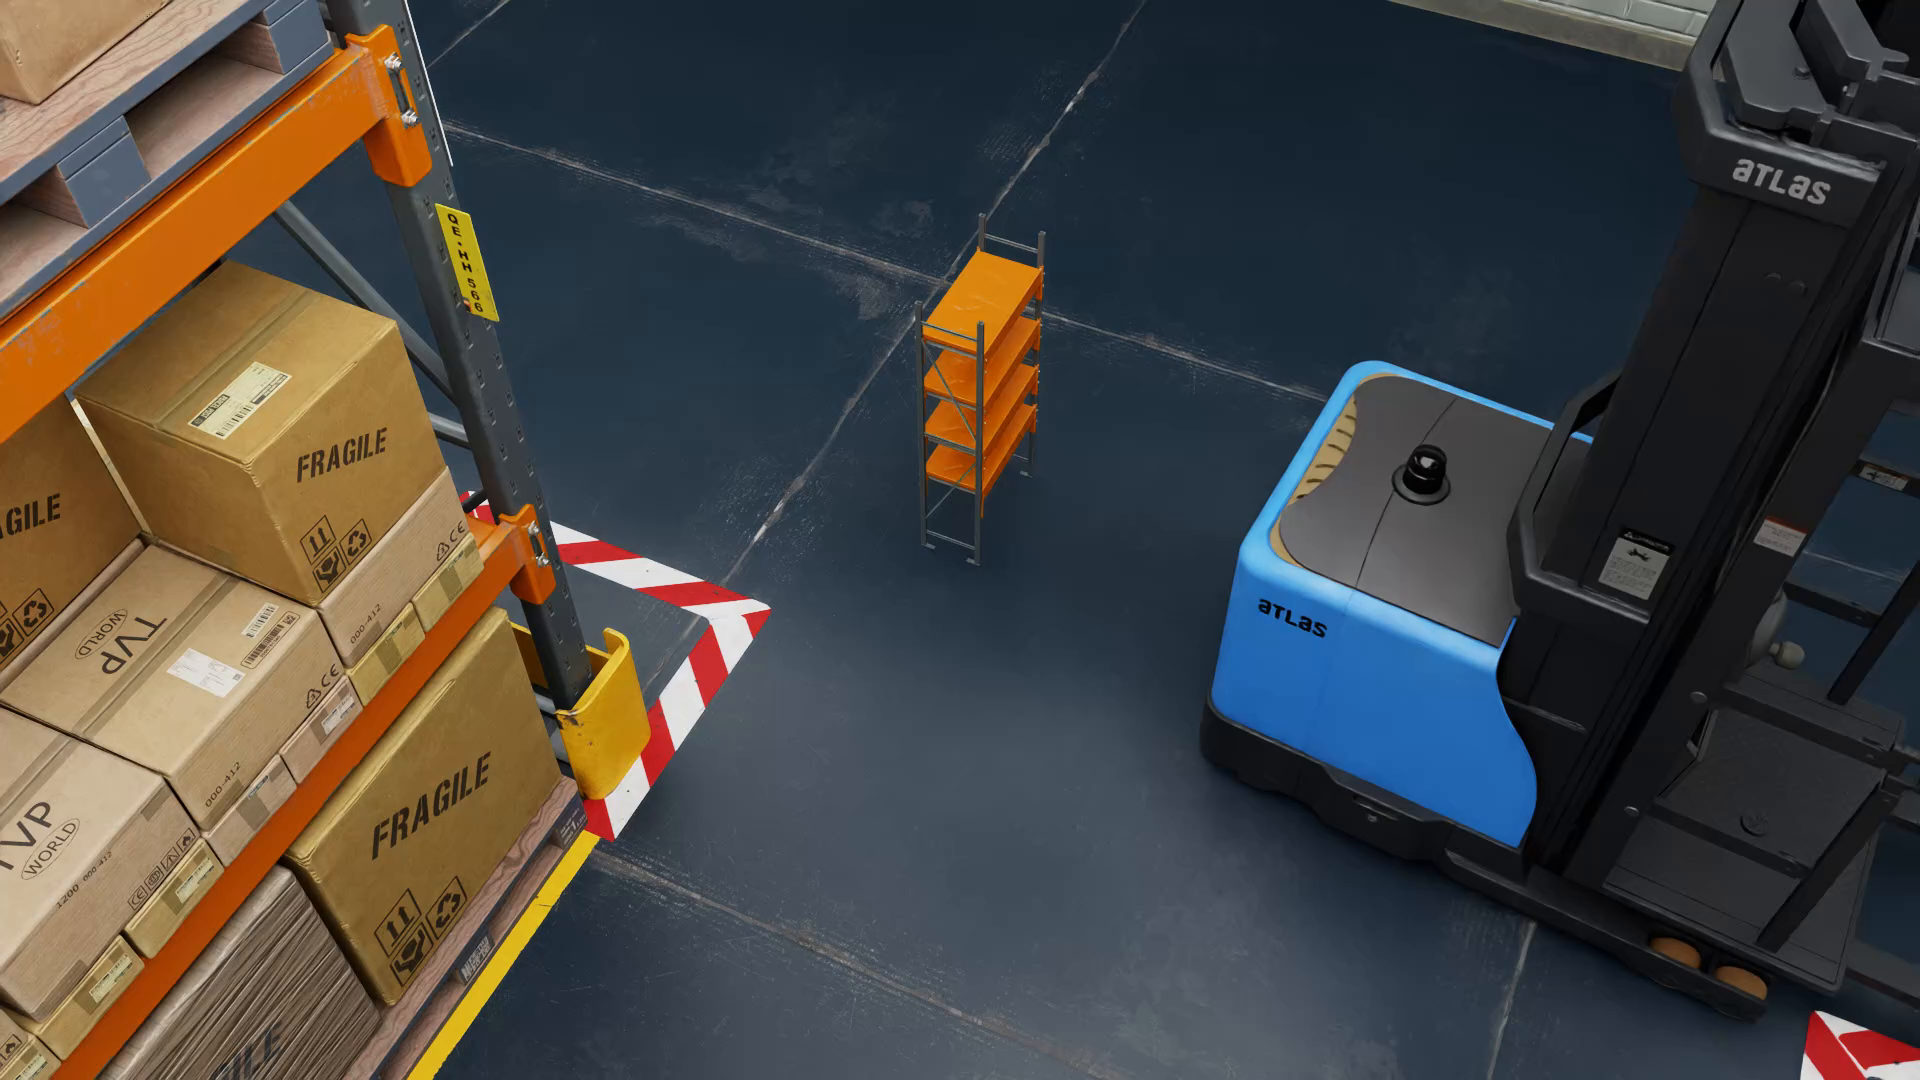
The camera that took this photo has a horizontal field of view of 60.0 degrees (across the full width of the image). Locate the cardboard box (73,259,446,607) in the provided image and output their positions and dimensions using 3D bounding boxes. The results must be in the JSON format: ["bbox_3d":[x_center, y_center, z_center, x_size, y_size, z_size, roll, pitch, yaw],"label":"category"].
[{"bbox_3d":[-1.617,-0.254,3.907,0.500,0.500,0.500,20,53,17],"label":"cardboard box"}]

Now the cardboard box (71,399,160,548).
[{"bbox_3d":[-2.096,-0.189,4.345,0.500,0.250,0.500,19,52,15],"label":"cardboard box"}]

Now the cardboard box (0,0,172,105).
[{"bbox_3d":[-1.820,-1.182,2.909,0.700,0.500,0.500,17,52,14],"label":"cardboard box"}]

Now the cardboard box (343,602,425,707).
[{"bbox_3d":[-1.610,0.229,4.250,0.380,0.149,0.250,20,53,16],"label":"cardboard box"}]

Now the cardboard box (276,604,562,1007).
[{"bbox_3d":[-1.848,0.635,4.860,0.875,0.875,0.875,20,52,16],"label":"cardboard box"}]

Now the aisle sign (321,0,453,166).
[{"bbox_3d":[-1.344,-1.179,3.576,0.394,0.787,0.004,20,52,16],"label":"aisle sign"}]

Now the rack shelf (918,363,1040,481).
[{"bbox_3d":[0.071,-0.459,5.941,0.258,0.148,0.480,20,52,16],"label":"rack shelf"}]

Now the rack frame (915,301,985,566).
[{"bbox_3d":[-0.034,-0.335,5.747,0.240,1.200,0.015,20,52,16],"label":"rack frame"}]

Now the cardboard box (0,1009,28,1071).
[{"bbox_3d":[-2.267,1.048,3.292,0.500,0.250,0.500,20,52,16],"label":"cardboard box"}]

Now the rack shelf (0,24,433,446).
[{"bbox_3d":[-2.501,0.254,2.567,1.077,0.370,4.000,20,52,16],"label":"rack shelf"}]

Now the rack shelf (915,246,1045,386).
[{"bbox_3d":[0.071,-0.757,5.591,0.258,0.148,0.480,20,52,16],"label":"rack shelf"}]

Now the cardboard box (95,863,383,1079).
[{"bbox_3d":[-2.236,1.262,4.326,0.875,0.875,0.875,20,52,16],"label":"cardboard box"}]

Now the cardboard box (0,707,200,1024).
[{"bbox_3d":[-2.048,0.688,3.598,0.500,0.250,0.500,18,52,15],"label":"cardboard box"}]

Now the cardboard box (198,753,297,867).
[{"bbox_3d":[-1.827,0.574,3.957,0.380,0.149,0.250,21,53,17],"label":"cardboard box"}]

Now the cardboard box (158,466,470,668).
[{"bbox_3d":[-1.614,-0.012,4.194,0.500,0.250,0.500,19,52,16],"label":"cardboard box"}]

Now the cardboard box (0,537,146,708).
[{"bbox_3d":[-2.312,0.171,4.038,0.500,0.250,0.500,19,52,16],"label":"cardboard box"}]

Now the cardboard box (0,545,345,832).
[{"bbox_3d":[-1.831,0.337,3.897,0.500,0.250,0.500,19,52,15],"label":"cardboard box"}]

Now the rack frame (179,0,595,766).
[{"bbox_3d":[-1.646,-0.384,4.607,1.000,3.000,0.127,20,52,16],"label":"rack frame"}]

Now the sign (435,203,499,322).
[{"bbox_3d":[-1.162,-0.650,3.918,0.100,0.325,0.005,20,52,16],"label":"sign"}]

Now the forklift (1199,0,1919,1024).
[{"bbox_3d":[2.338,0.023,4.306,3.031,2.935,1.130,24,54,19],"label":"forklift"}]

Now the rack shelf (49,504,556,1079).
[{"bbox_3d":[-2.501,1.226,3.710,1.077,0.370,4.000,20,52,16],"label":"rack shelf"}]

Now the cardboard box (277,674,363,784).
[{"bbox_3d":[-1.719,0.402,4.103,0.380,0.149,0.250,20,52,16],"label":"cardboard box"}]

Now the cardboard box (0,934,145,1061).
[{"bbox_3d":[-2.046,0.932,3.652,0.380,0.149,0.250,20,52,16],"label":"cardboard box"}]

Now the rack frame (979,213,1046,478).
[{"bbox_3d":[0.175,-0.671,6.033,0.240,1.200,0.015,20,52,16],"label":"rack frame"}]

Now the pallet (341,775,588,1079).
[{"bbox_3d":[-1.917,1.096,5.179,1.003,0.211,1.213,20,52,16],"label":"pallet"}]

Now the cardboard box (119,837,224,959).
[{"bbox_3d":[-1.936,0.753,3.804,0.380,0.149,0.250,19,52,15],"label":"cardboard box"}]

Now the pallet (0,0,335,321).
[{"bbox_3d":[-1.954,-0.813,3.061,1.003,0.211,1.213,20,52,16],"label":"pallet"}]

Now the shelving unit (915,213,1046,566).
[{"bbox_3d":[0.071,-0.503,5.890,0.258,1.200,0.503,20,52,16],"label":"shelving unit"}]

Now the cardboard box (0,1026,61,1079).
[{"bbox_3d":[-2.154,1.102,3.508,0.380,0.149,0.250,21,53,17],"label":"cardboard box"}]

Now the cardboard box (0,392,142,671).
[{"bbox_3d":[-2.309,-0.088,3.766,0.500,0.500,0.500,19,52,15],"label":"cardboard box"}]

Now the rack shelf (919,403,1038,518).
[{"bbox_3d":[0.071,-0.331,6.092,0.258,0.148,0.480,20,52,16],"label":"rack shelf"}]

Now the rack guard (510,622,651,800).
[{"bbox_3d":[-1.636,0.409,5.573,1.175,0.500,0.348,20,52,16],"label":"rack guard"}]

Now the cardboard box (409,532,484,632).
[{"bbox_3d":[-1.501,0.050,4.403,0.380,0.149,0.250,21,53,17],"label":"cardboard box"}]

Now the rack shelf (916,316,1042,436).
[{"bbox_3d":[0.071,-0.604,5.771,0.258,0.148,0.480,20,52,16],"label":"rack shelf"}]
